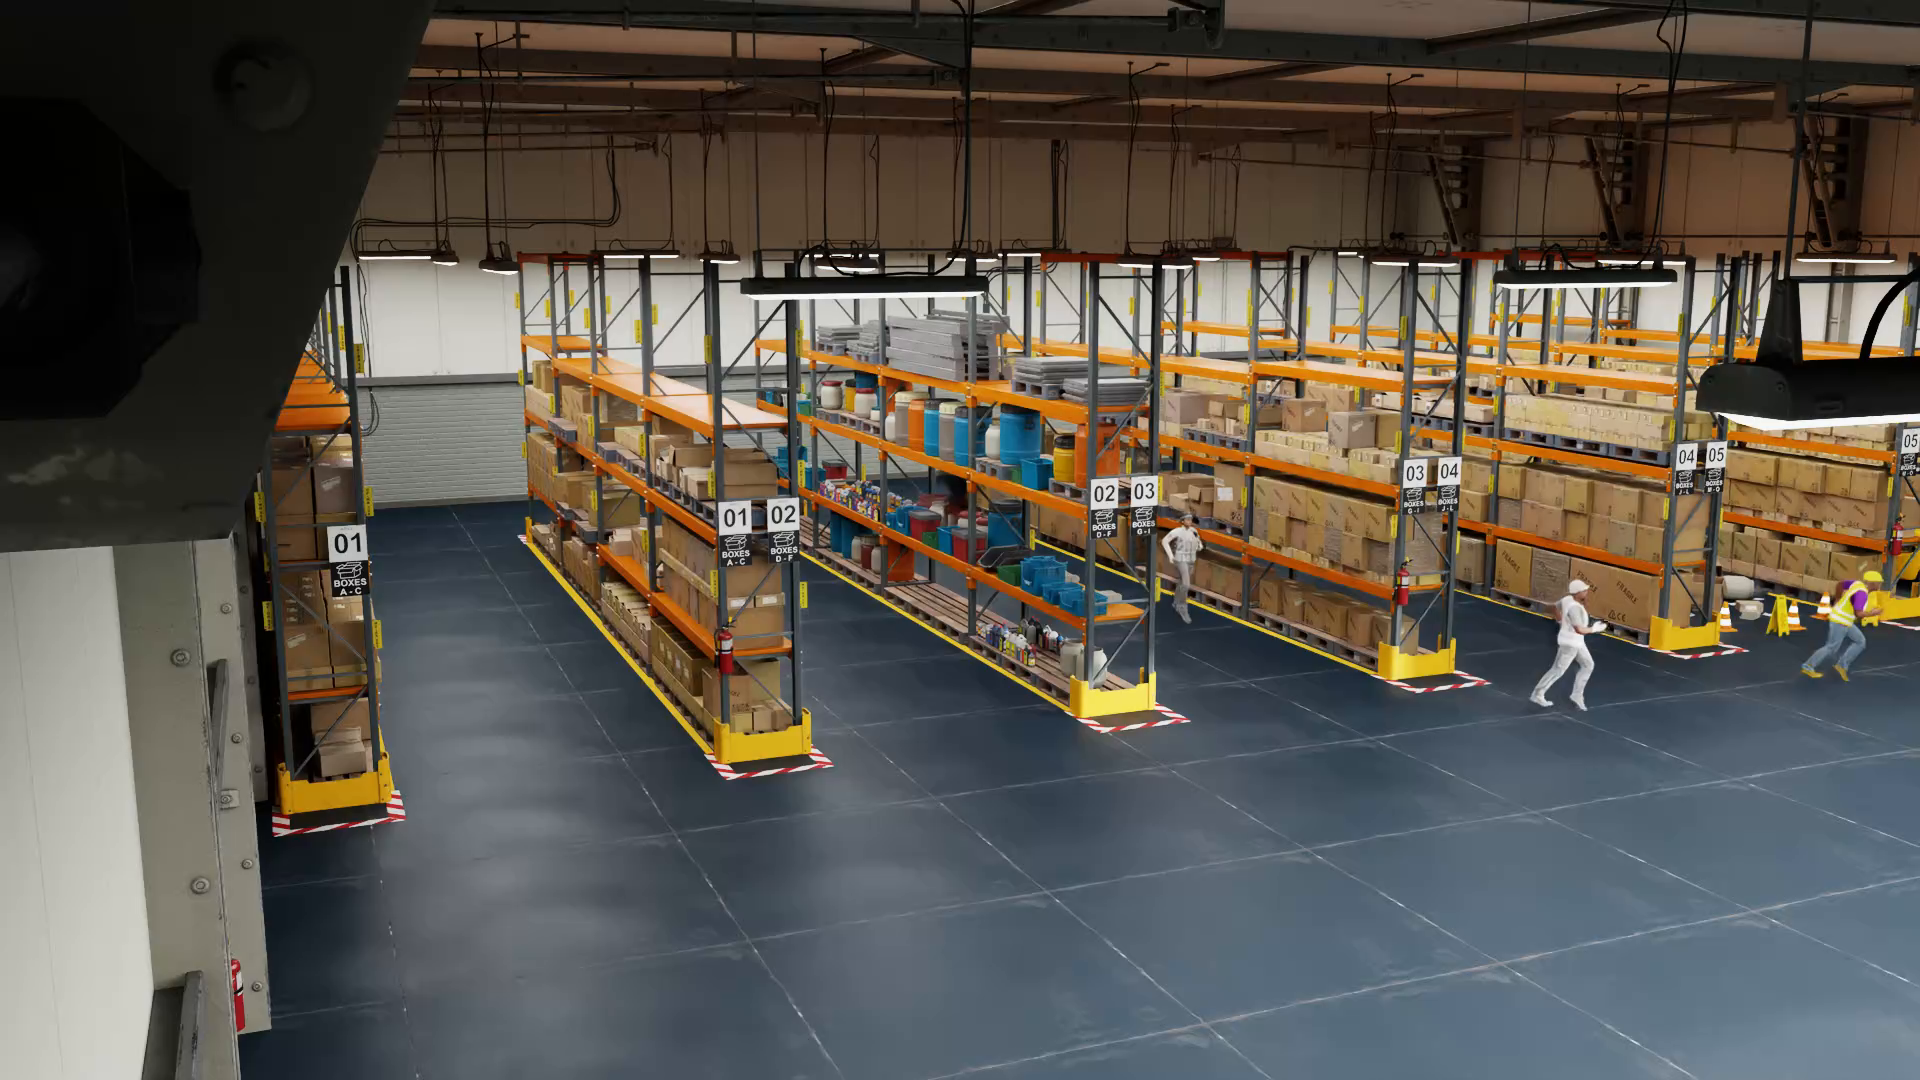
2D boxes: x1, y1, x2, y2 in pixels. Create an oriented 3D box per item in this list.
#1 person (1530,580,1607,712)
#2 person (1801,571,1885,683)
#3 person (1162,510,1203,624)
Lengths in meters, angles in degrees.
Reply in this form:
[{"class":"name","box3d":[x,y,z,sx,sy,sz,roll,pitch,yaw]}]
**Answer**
[{"class":"person","box3d":[8.184,1.423,22.353,0.909,1.829,0.697,4,11,19]},{"class":"person","box3d":[12.657,1.232,23.837,0.973,1.669,0.740,5,11,24]},{"class":"person","box3d":[3.608,0.412,26.594,0.576,1.794,0.705,-7,12,-33]}]
